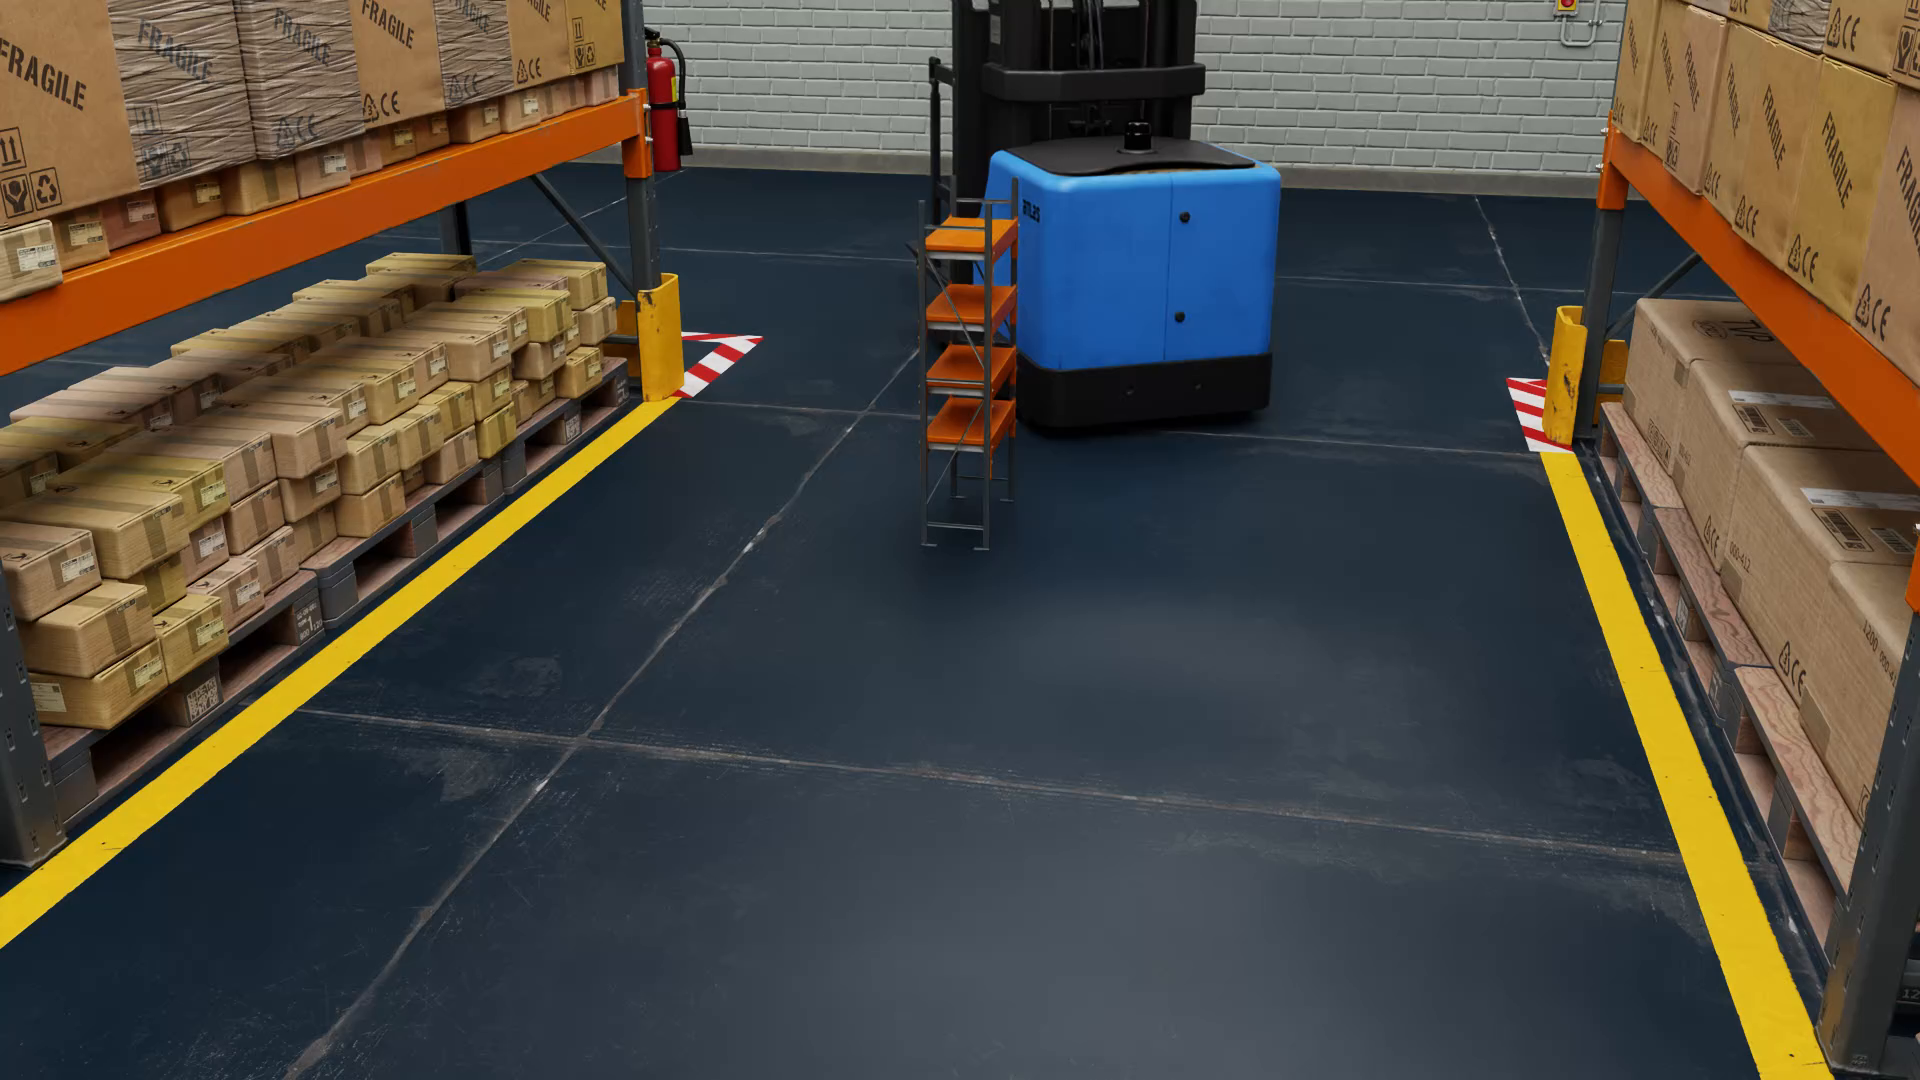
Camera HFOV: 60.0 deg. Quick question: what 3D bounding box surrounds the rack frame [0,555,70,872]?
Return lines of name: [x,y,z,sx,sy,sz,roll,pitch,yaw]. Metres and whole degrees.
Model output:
rack frame: [-2.659,-0.671,3.506,1.000,3.000,0.127,4,22,11]

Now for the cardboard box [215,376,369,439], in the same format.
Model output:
cardboard box: [-2.131,-0.412,5.320,0.380,0.149,0.250,4,22,9]

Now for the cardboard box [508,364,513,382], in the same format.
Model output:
cardboard box: [-1.931,-0.649,6.306,0.380,0.149,0.250,4,22,10]

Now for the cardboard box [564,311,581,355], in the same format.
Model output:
cardboard box: [-1.777,-0.838,6.776,0.380,0.149,0.250,4,22,10]

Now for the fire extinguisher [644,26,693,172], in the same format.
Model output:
fire extinguisher: [-1.340,-1.982,7.363,0.296,0.674,0.183,4,22,11]

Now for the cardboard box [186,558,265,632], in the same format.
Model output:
cardboard box: [-2.216,0.155,4.707,0.380,0.149,0.250,4,22,11]

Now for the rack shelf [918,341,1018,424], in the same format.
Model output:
rack shelf: [0.034,-0.555,5.805,0.258,0.148,0.480,4,22,11]

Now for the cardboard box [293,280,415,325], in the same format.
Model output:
cardboard box: [-2.398,-0.925,6.592,0.380,0.149,0.250,4,22,11]

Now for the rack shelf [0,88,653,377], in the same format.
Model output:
rack shelf: [-2.251,-1.069,5.456,1.077,0.370,4.000,4,22,11]

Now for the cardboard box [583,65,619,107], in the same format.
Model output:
cardboard box: [-1.633,-1.877,6.835,0.380,0.149,0.250,4,22,11]

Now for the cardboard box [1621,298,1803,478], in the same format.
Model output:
cardboard box: [2.987,-0.551,6.075,0.875,0.438,0.875,4,22,9]

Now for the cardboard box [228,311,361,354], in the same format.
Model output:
cardboard box: [-2.433,-0.727,6.101,0.380,0.149,0.250,5,23,13]

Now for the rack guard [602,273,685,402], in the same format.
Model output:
rack guard: [-1.859,-0.947,7.536,1.175,0.500,0.348,4,22,11]

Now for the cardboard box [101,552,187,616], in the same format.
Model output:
cardboard box: [-2.308,0.111,4.420,0.380,0.149,0.250,5,22,11]

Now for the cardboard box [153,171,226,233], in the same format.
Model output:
cardboard box: [-2.237,-0.934,4.494,0.380,0.149,0.250,3,22,9]

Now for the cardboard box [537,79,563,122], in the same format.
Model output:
cardboard box: [-1.757,-1.696,6.386,0.380,0.149,0.250,4,22,10]

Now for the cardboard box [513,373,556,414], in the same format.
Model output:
cardboard box: [-1.838,-0.607,6.598,0.380,0.149,0.250,4,22,11]

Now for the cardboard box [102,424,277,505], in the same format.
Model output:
cardboard box: [-2.238,-0.220,4.841,0.380,0.149,0.250,4,22,10]

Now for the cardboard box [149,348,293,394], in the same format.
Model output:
cardboard box: [-2.489,-0.535,5.624,0.380,0.149,0.250,5,22,11]

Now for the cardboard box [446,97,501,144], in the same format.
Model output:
cardboard box: [-1.869,-1.507,5.916,0.380,0.149,0.250,3,22,9]

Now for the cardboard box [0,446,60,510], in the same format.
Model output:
cardboard box: [-2.784,-0.158,4.688,0.380,0.149,0.250,4,22,10]

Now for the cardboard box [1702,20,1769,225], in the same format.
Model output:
cardboard box: [2.361,-1.130,4.511,0.500,0.500,0.500,5,23,13]

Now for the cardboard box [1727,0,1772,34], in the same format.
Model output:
cardboard box: [2.350,-1.589,4.313,0.500,0.500,0.500,5,22,11]

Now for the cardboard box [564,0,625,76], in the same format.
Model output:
cardboard box: [-1.683,-2.135,6.607,0.500,0.500,0.500,5,22,12]

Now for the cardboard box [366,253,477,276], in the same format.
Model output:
cardboard box: [-2.282,-1.117,7.069,0.380,0.149,0.250,3,22,8]

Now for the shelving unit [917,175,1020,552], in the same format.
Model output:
shelving unit: [0.034,-0.617,5.780,0.258,1.200,0.503,4,22,11]

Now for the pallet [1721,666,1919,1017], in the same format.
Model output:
pallet: [2.439,0.690,3.857,1.003,0.211,1.213,4,22,11]

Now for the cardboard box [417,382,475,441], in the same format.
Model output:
cardboard box: [-1.939,-0.457,5.829,0.380,0.149,0.250,6,23,14]

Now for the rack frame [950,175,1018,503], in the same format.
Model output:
rack frame: [0.084,-0.706,6.001,0.240,1.200,0.015,4,22,11]

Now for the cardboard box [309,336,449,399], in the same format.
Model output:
cardboard box: [-2.016,-0.598,5.780,0.380,0.149,0.250,4,22,9]

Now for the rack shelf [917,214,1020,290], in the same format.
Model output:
rack shelf: [0.034,-0.982,5.633,0.258,0.148,0.480,4,22,11]

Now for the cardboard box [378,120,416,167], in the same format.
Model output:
cardboard box: [-2.020,-1.314,5.438,0.380,0.149,0.250,5,22,12]

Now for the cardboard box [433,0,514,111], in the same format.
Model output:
cardboard box: [-1.887,-1.761,5.678,0.500,0.500,0.500,5,22,11]

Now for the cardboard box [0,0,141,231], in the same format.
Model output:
cardboard box: [-2.311,-1.018,3.833,0.500,0.500,0.500,4,22,10]

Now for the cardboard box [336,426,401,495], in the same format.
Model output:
cardboard box: [-2.043,-0.266,5.355,0.380,0.149,0.250,4,22,11]

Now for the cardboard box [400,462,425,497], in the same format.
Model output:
cardboard box: [-2.067,-0.232,5.668,0.380,0.149,0.250,5,22,12]

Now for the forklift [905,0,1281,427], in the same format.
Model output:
forklift: [0.429,-2.341,7.744,1.130,2.935,3.031,-6,23,-15]

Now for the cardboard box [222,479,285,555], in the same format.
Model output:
cardboard box: [-2.236,-0.080,4.892,0.380,0.149,0.250,3,22,8]

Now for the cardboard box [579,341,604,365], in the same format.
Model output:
cardboard box: [-1.746,-0.798,7.075,0.380,0.149,0.250,5,22,12]

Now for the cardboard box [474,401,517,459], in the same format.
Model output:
cardboard box: [-1.866,-0.417,6.128,0.380,0.149,0.250,3,22,9]

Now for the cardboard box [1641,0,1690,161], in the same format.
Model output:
cardboard box: [2.569,-1.500,5.428,0.500,0.500,0.500,4,22,10]

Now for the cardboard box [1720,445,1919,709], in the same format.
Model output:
cardboard box: [2.623,0.114,4.424,0.875,0.438,0.875,4,22,9]

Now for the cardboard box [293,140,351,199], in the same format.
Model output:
cardboard box: [-2.060,-1.119,4.953,0.380,0.149,0.250,5,23,13]

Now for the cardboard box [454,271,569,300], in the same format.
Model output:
cardboard box: [-1.810,-0.982,6.735,0.380,0.149,0.250,5,22,12]

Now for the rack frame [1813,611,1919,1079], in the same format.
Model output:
rack frame: [2.207,-0.331,2.660,1.000,3.000,0.127,4,22,11]

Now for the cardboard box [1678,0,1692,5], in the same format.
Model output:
cardboard box: [2.548,-1.961,5.235,0.500,0.500,0.500,4,22,9]

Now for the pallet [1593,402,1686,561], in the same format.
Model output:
pallet: [2.937,-0.202,6.073,1.003,0.211,1.213,4,22,11]

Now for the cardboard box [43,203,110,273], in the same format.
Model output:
cardboard box: [-2.301,-0.734,3.997,0.380,0.149,0.250,5,22,12]

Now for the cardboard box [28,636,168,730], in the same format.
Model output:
cardboard box: [-2.270,0.347,4.230,0.380,0.149,0.250,3,22,9]

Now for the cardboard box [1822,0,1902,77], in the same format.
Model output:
cardboard box: [2.145,-1.220,3.395,0.500,0.500,0.500,4,22,10]

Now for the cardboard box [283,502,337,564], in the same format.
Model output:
cardboard box: [-2.193,-0.042,5.198,0.380,0.149,0.250,4,22,9]

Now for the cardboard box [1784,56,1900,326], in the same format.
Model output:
cardboard box: [2.151,-0.755,3.580,0.500,0.500,0.500,4,22,10]

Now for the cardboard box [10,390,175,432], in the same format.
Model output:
cardboard box: [-2.690,-0.353,5.172,0.380,0.149,0.250,3,22,8]

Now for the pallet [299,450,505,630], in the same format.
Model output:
pallet: [-2.310,-0.074,5.754,1.003,0.211,1.213,4,22,11]

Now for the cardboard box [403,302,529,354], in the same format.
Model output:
cardboard box: [-1.854,-0.788,6.253,0.380,0.149,0.250,4,22,9]

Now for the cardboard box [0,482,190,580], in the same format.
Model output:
cardboard box: [-2.272,-0.026,4.361,0.380,0.149,0.250,6,23,14]

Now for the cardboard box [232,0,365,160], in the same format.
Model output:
cardboard box: [-2.079,-1.381,4.735,0.500,0.500,0.500,4,22,10]
